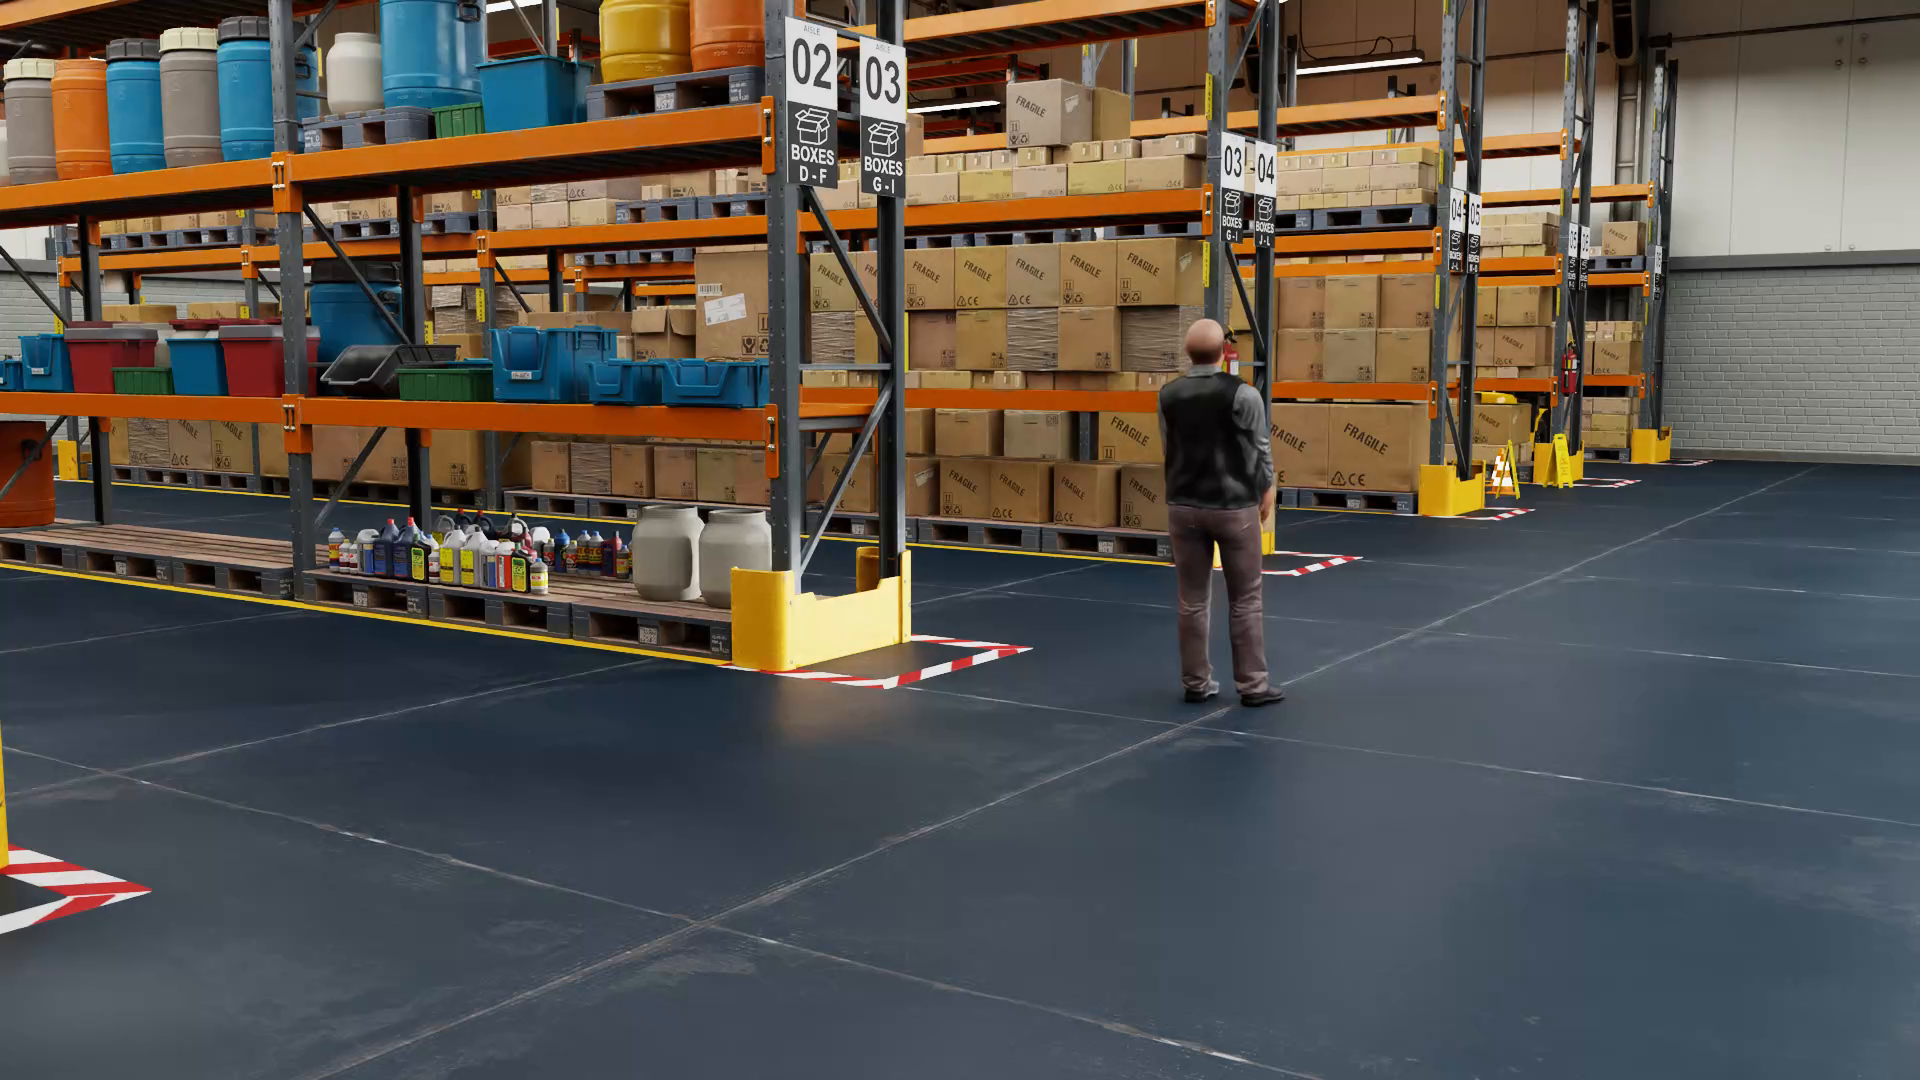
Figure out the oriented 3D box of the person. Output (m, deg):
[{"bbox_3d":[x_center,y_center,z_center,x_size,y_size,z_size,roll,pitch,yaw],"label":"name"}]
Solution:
[{"bbox_3d":[1.170,-0.126,7.511,0.544,1.726,0.504,4,7,32],"label":"person"}]
